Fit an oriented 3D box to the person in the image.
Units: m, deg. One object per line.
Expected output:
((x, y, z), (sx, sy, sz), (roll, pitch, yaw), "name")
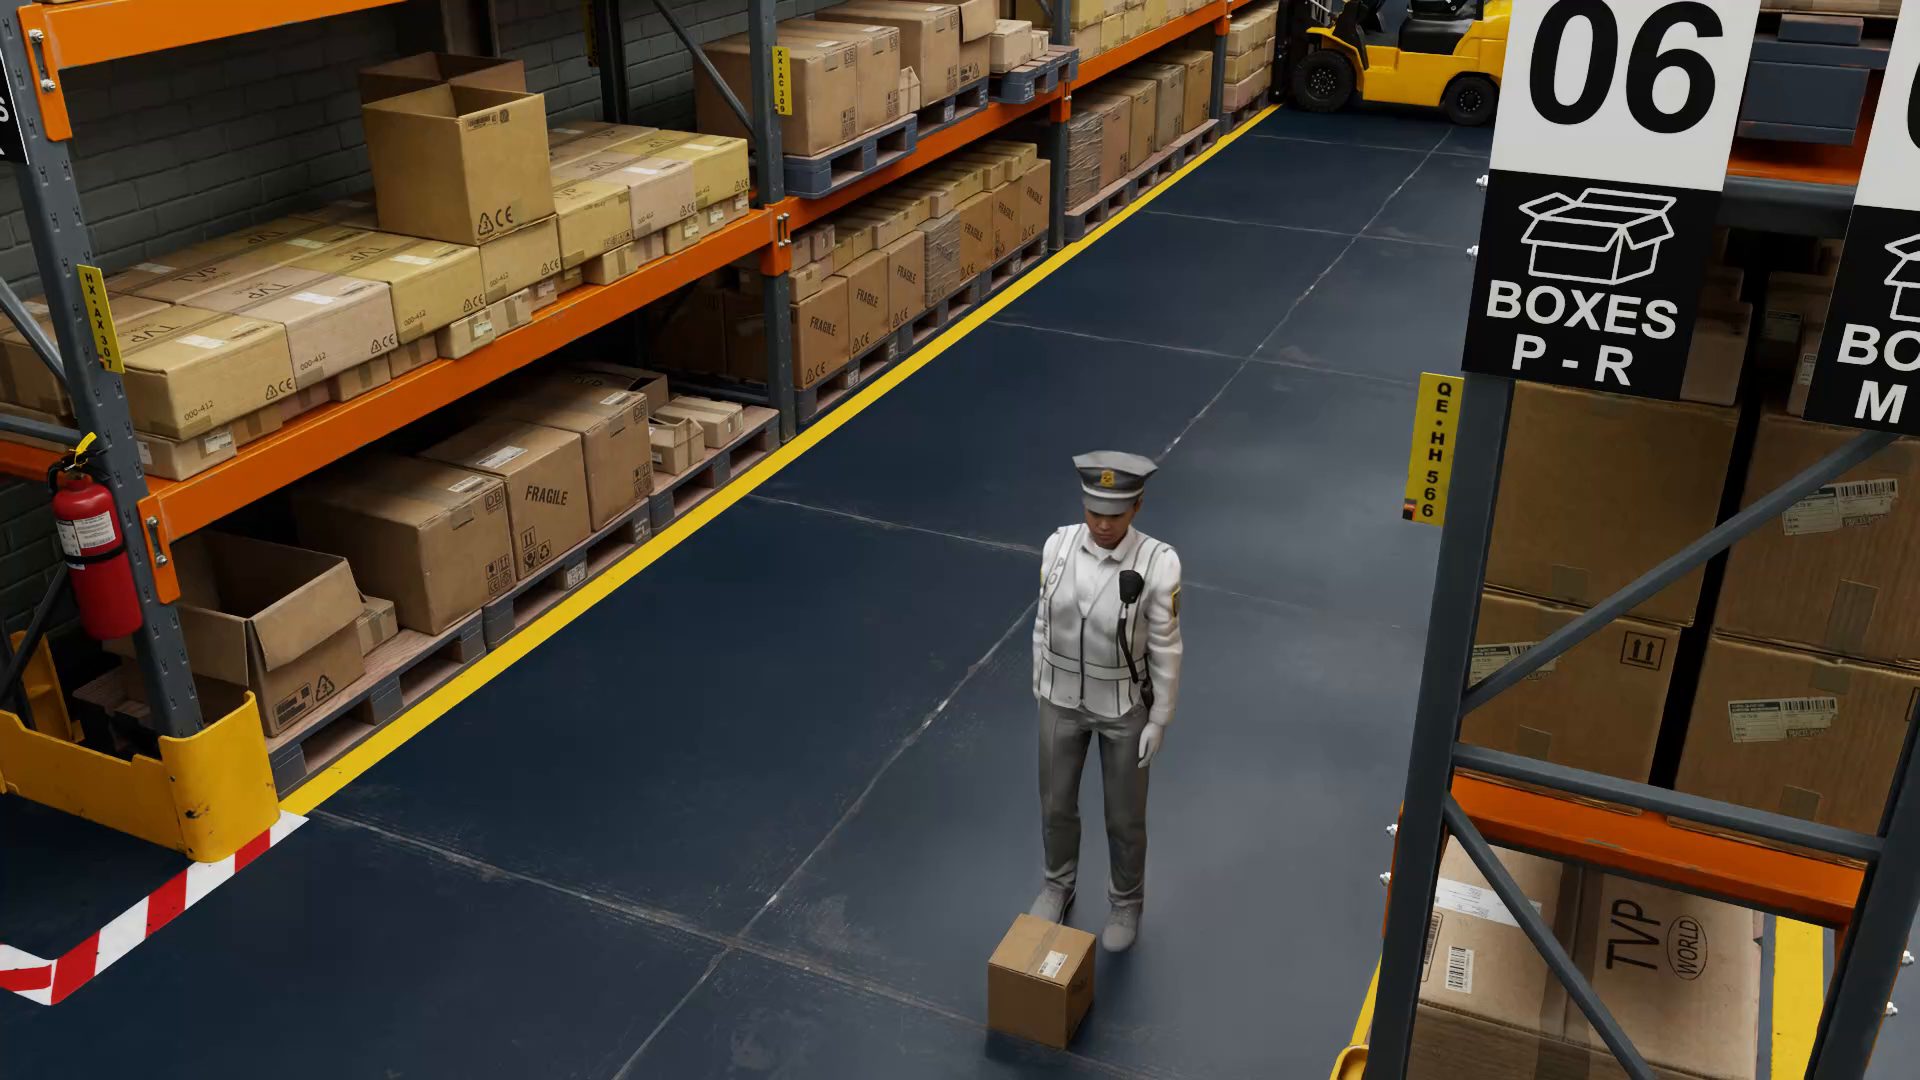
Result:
((0.430, 0.521, 5.080), (0.469, 1.678, 0.329), (11, 28, 21), "person")
